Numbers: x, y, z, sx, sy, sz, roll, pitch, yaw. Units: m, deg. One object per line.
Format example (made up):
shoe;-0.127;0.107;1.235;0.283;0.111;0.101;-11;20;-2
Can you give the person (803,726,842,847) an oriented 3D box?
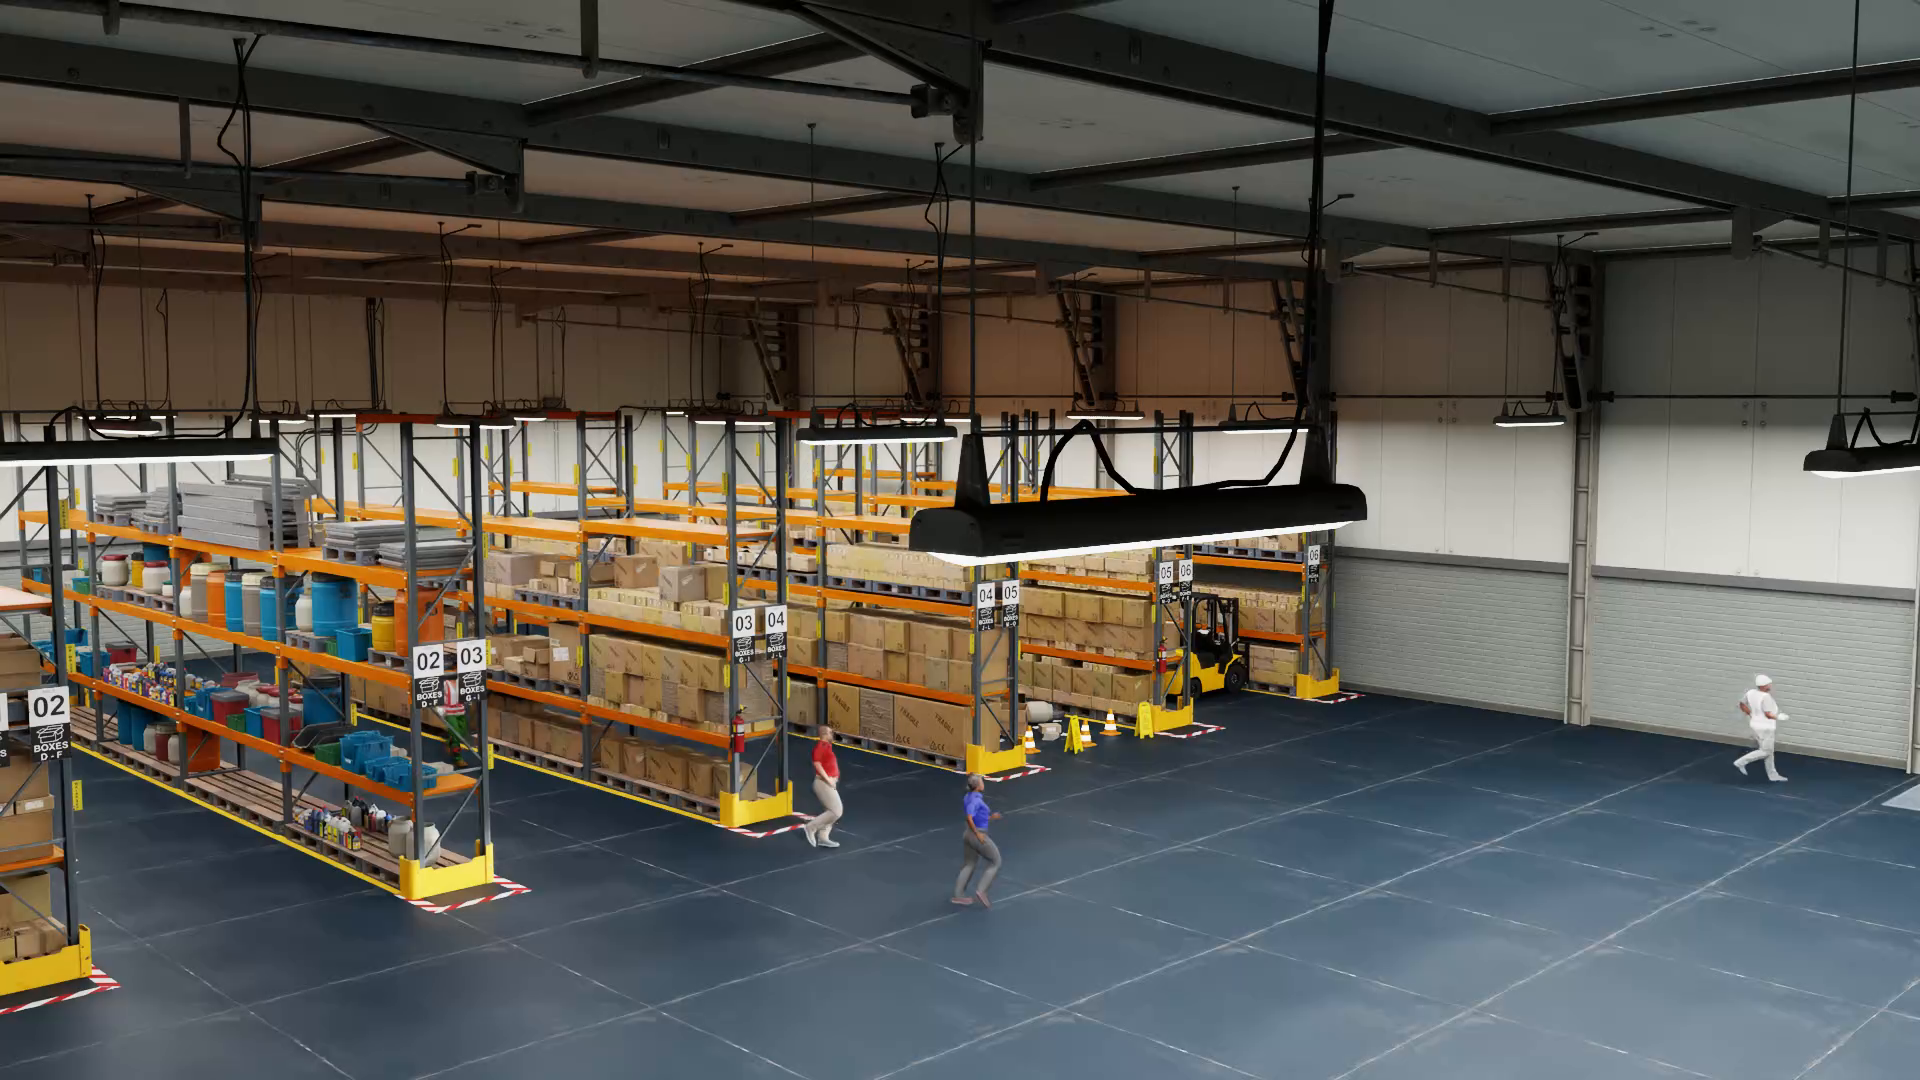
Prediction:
person;-1.939;3.463;23.467;0.587;1.679;0.688;-1;5;-11

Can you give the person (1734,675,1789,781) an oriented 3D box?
person;13.100;3.078;27.174;0.940;1.768;0.682;0;5;0

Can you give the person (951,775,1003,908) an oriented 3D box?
person;0.226;3.726;20.566;0.695;1.672;0.543;-3;6;-27

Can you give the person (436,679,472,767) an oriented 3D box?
person;-8.688;2.983;28.471;0.760;1.755;0.657;5;7;42
